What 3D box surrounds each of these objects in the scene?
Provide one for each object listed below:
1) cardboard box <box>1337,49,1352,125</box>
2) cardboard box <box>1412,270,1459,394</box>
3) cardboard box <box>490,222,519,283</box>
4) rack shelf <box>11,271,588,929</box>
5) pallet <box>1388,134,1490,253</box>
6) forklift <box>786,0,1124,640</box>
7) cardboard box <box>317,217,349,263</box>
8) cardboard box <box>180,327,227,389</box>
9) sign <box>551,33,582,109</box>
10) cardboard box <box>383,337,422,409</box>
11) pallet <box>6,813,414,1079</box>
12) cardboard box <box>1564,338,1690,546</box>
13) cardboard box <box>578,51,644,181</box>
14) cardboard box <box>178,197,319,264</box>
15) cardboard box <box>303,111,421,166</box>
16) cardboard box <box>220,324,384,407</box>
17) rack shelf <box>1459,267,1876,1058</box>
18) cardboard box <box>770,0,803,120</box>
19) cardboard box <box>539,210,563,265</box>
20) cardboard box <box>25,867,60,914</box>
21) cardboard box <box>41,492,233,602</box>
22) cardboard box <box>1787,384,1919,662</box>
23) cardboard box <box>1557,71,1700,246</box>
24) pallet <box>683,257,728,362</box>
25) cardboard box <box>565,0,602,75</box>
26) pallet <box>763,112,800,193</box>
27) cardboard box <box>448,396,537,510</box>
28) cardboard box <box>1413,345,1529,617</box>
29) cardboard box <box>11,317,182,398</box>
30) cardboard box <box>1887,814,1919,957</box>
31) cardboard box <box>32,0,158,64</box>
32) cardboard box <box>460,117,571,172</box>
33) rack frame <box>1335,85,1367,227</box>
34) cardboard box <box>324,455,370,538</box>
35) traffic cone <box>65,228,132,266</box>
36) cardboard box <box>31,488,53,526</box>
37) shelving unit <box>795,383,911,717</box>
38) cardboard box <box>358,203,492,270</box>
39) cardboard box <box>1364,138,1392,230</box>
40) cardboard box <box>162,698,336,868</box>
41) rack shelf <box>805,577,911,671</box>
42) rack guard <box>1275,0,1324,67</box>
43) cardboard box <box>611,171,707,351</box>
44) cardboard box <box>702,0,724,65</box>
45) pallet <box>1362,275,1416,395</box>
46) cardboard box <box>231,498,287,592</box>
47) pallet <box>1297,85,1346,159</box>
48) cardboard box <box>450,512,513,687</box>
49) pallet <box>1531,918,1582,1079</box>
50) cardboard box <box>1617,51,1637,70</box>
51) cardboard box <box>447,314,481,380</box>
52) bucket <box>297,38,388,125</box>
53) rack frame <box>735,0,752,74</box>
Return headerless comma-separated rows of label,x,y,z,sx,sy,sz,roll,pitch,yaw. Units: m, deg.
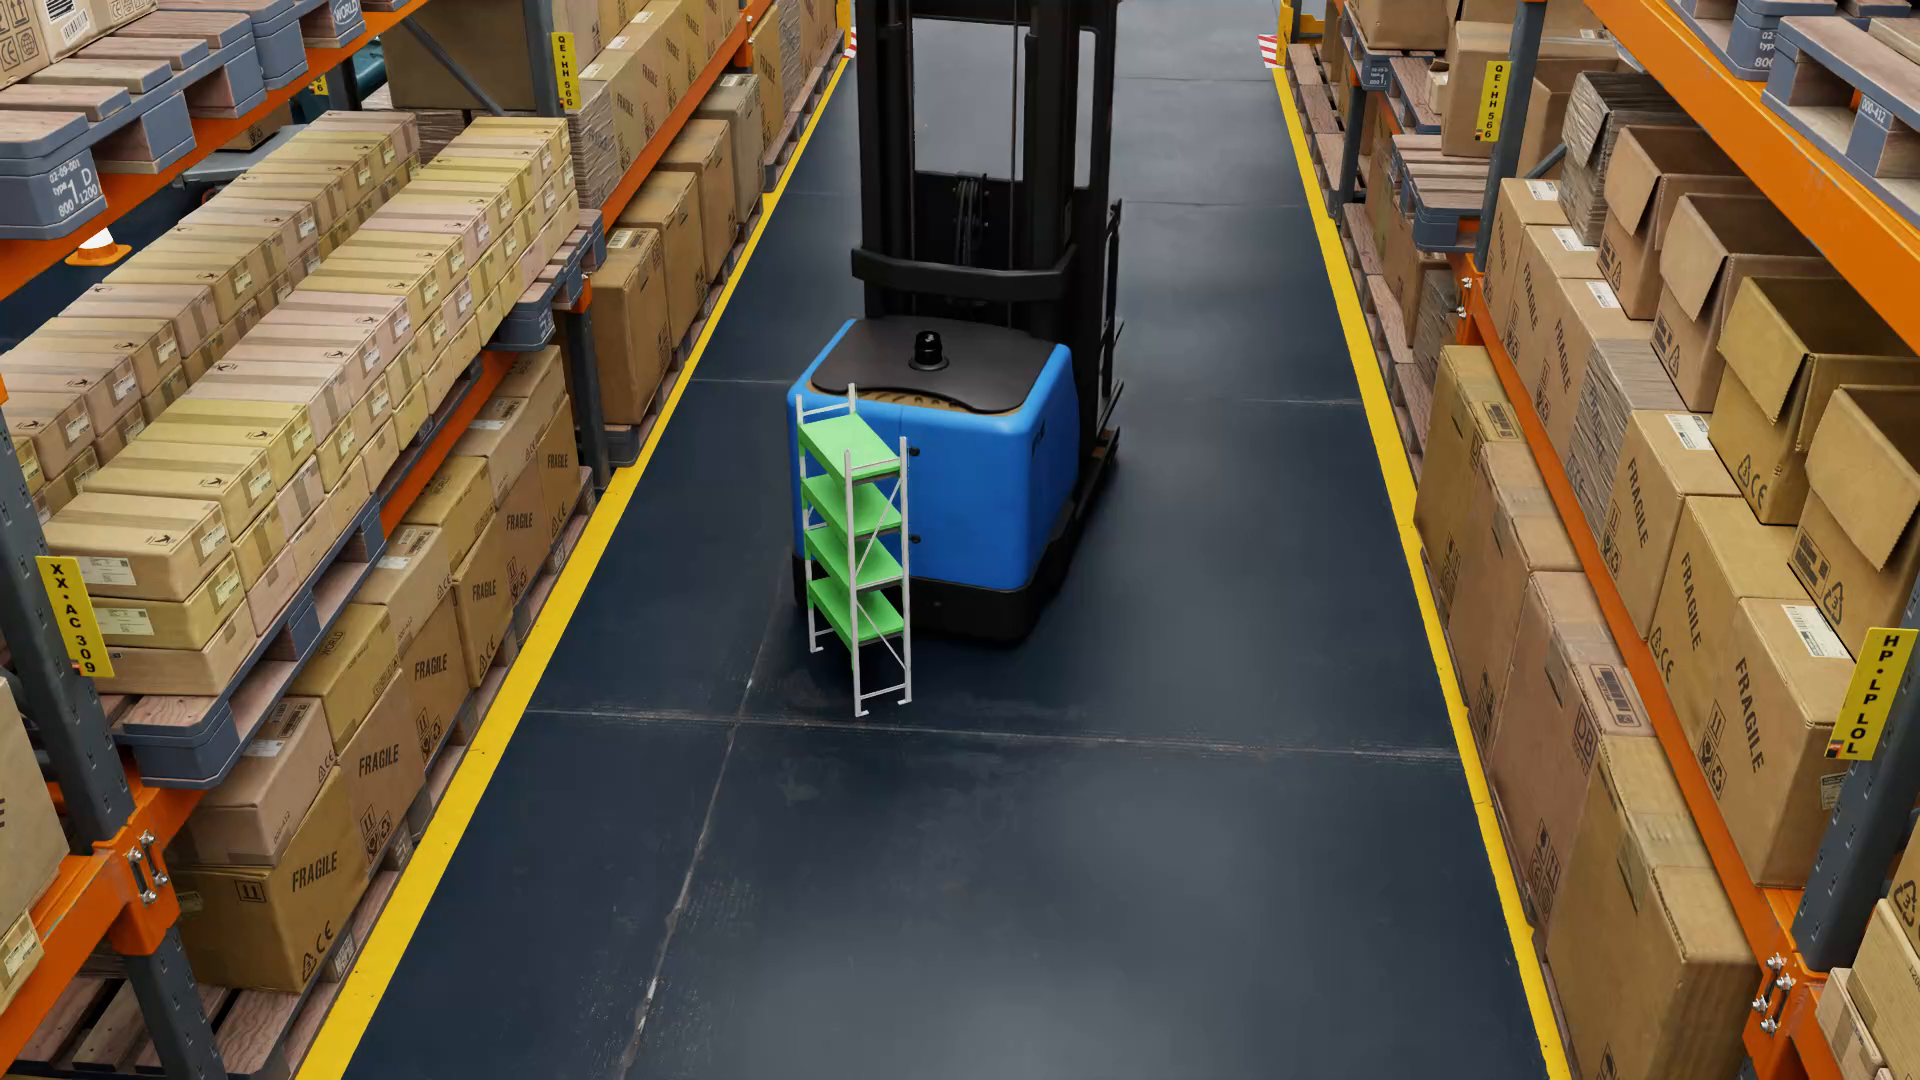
cardboard box,3.116,-3.342,12.296,0.500,0.500,0.500,0,32,0
cardboard box,2.774,-1.065,8.583,0.700,0.500,0.500,0,32,0
cardboard box,-1.875,-1.078,6.195,0.380,0.149,0.250,3,32,4
rack shelf,-2.391,-0.213,5.923,1.077,0.370,4.000,2,32,4
pallet,2.658,-1.596,7.664,1.213,0.211,1.003,2,32,4
forklift,0.177,-1.596,7.546,1.130,2.935,3.031,9,33,14
cardboard box,-2.527,-1.106,6.241,0.380,0.149,0.250,3,32,4
cardboard box,-2.615,-0.578,5.385,0.380,0.149,0.250,3,32,4
sign,-1.687,-2.006,7.118,0.100,0.325,0.005,2,32,4
cardboard box,-1.962,-0.545,5.331,0.380,0.149,0.250,2,32,3
pallet,-2.492,1.306,5.429,1.003,0.211,1.213,2,32,4
cardboard box,2.275,-0.301,5.285,0.500,0.500,0.500,3,32,4
cardboard box,-1.884,-2.097,8.198,0.500,0.500,0.500,2,32,4
cardboard box,-2.545,-1.108,5.961,0.380,0.149,0.250,4,32,6
cardboard box,-2.460,-1.655,6.848,0.380,0.149,0.250,3,32,4
cardboard box,-1.981,-0.529,5.022,0.380,0.149,0.250,2,32,4
rack shelf,2.544,0.052,5.493,1.077,0.370,4.000,2,32,4
cardboard box,-1.712,-3.729,12.566,0.875,0.875,0.875,3,32,4
cardboard box,-1.833,-1.230,6.726,0.380,0.149,0.250,2,32,4
cardboard box,-2.344,0.793,3.844,0.380,0.149,0.250,2,32,3
cardboard box,-2.064,0.015,4.139,0.380,0.149,0.250,4,32,6
cardboard box,2.425,-0.013,3.860,0.797,0.503,0.637,2,32,3
cardboard box,2.631,-1.389,6.093,0.797,0.503,0.637,3,32,6
pallet,-1.987,-1.423,9.858,1.003,0.211,1.213,2,32,4
cardboard box,-2.142,-2.532,7.952,0.700,0.500,0.500,2,32,3
pallet,-1.763,-2.864,12.196,1.003,0.211,1.213,2,32,4
cardboard box,-2.053,-0.366,6.752,0.500,0.250,0.500,3,32,5
cardboard box,2.630,-0.215,6.864,1.225,0.875,0.875,1,32,2
cardboard box,-2.628,-0.558,5.069,0.380,0.149,0.250,1,32,2
cardboard box,2.087,0.649,2.983,0.500,0.500,0.500,2,32,4
cardboard box,-2.273,-1.343,3.895,0.500,0.311,0.500,2,32,3
cardboard box,-1.812,-1.614,6.783,0.380,0.149,0.250,1,32,2
rack frame,3.032,-3.392,10.395,1.000,3.000,0.127,2,32,4
cardboard box,-2.001,-0.139,4.955,0.380,0.149,0.250,3,32,4
traffic cone,-5.550,-2.027,10.599,0.336,0.463,0.334,2,32,4
cardboard box,-2.698,-0.026,4.489,0.380,0.149,0.250,3,32,4
shelving unit,-0.413,0.048,6.529,0.258,1.200,0.503,-14,34,-22
cardboard box,-1.899,-1.081,5.917,0.380,0.149,0.250,2,32,4
cardboard box,2.961,-2.195,10.416,0.700,0.500,0.500,0,32,0
cardboard box,-2.231,0.717,4.994,0.500,0.250,0.500,1,32,2
rack shelf,-0.413,0.306,6.688,0.258,0.148,0.480,-14,34,-22
rack guard,3.352,-4.380,14.381,1.175,0.500,0.348,2,32,4
cardboard box,-2.022,-1.558,9.163,1.050,0.750,0.750,3,32,5
cardboard box,-1.720,-3.151,9.909,0.500,0.500,0.500,2,32,3
pallet,2.874,-1.158,9.428,1.003,0.211,1.213,2,32,4
cardboard box,-2.045,0.006,4.437,0.380,0.149,0.250,2,32,3
pallet,3.148,-3.197,12.737,1.003,0.211,1.213,2,32,4
cardboard box,-2.095,0.224,6.510,0.500,0.500,0.500,1,32,2
pallet,2.369,1.571,4.999,1.003,0.211,1.213,2,32,4
cardboard box,3.072,-2.282,8.337,0.500,0.250,0.500,2,32,3
cardboard box,-1.920,-0.689,5.848,0.380,0.149,0.250,3,32,5
bucket,-4.190,-3.080,11.560,0.726,0.611,0.620,14,44,21
rack frame,-1.903,-3.657,10.825,1.000,3.000,0.127,2,32,4
